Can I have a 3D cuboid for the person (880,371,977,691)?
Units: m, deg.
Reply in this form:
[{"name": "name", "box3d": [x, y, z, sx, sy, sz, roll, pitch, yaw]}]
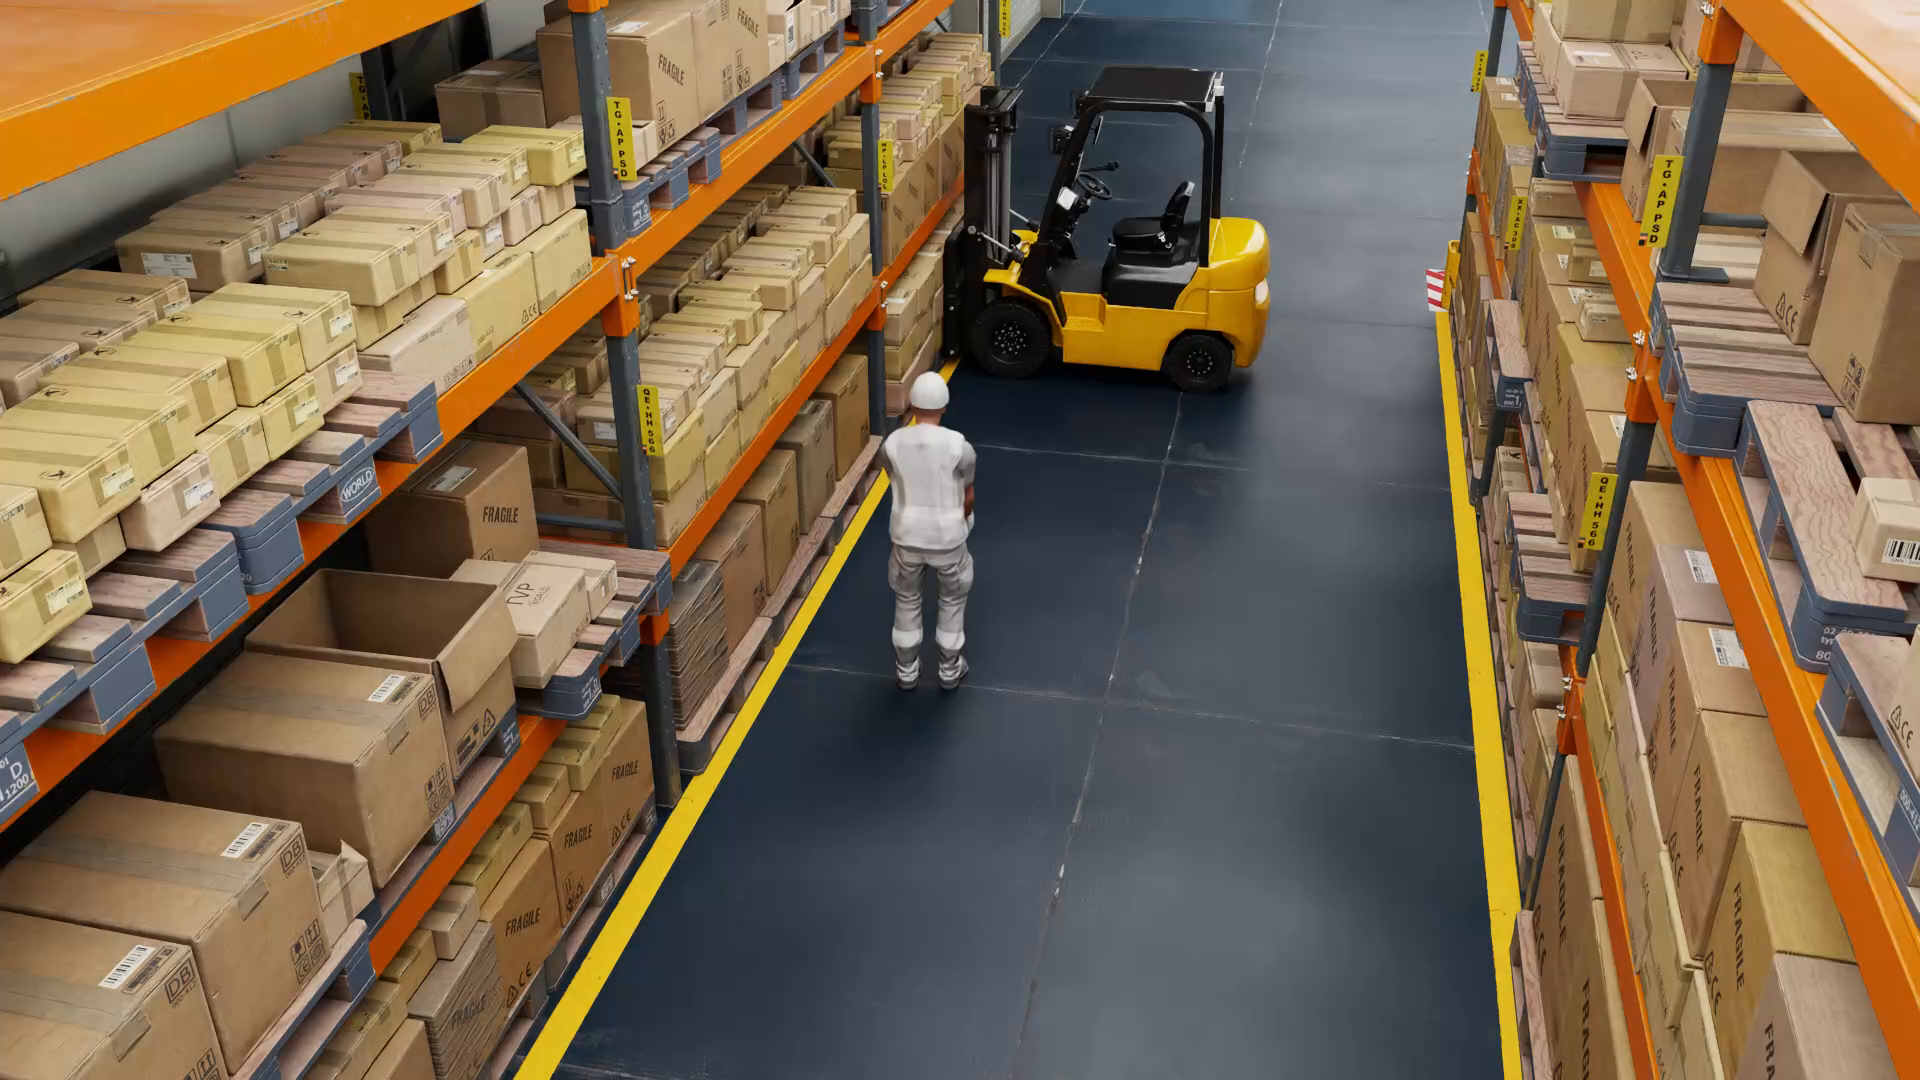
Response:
[{"name": "person", "box3d": [-0.152, -0.053, 8.709, 0.491, 1.773, 0.576, 5, 29, 10]}]
